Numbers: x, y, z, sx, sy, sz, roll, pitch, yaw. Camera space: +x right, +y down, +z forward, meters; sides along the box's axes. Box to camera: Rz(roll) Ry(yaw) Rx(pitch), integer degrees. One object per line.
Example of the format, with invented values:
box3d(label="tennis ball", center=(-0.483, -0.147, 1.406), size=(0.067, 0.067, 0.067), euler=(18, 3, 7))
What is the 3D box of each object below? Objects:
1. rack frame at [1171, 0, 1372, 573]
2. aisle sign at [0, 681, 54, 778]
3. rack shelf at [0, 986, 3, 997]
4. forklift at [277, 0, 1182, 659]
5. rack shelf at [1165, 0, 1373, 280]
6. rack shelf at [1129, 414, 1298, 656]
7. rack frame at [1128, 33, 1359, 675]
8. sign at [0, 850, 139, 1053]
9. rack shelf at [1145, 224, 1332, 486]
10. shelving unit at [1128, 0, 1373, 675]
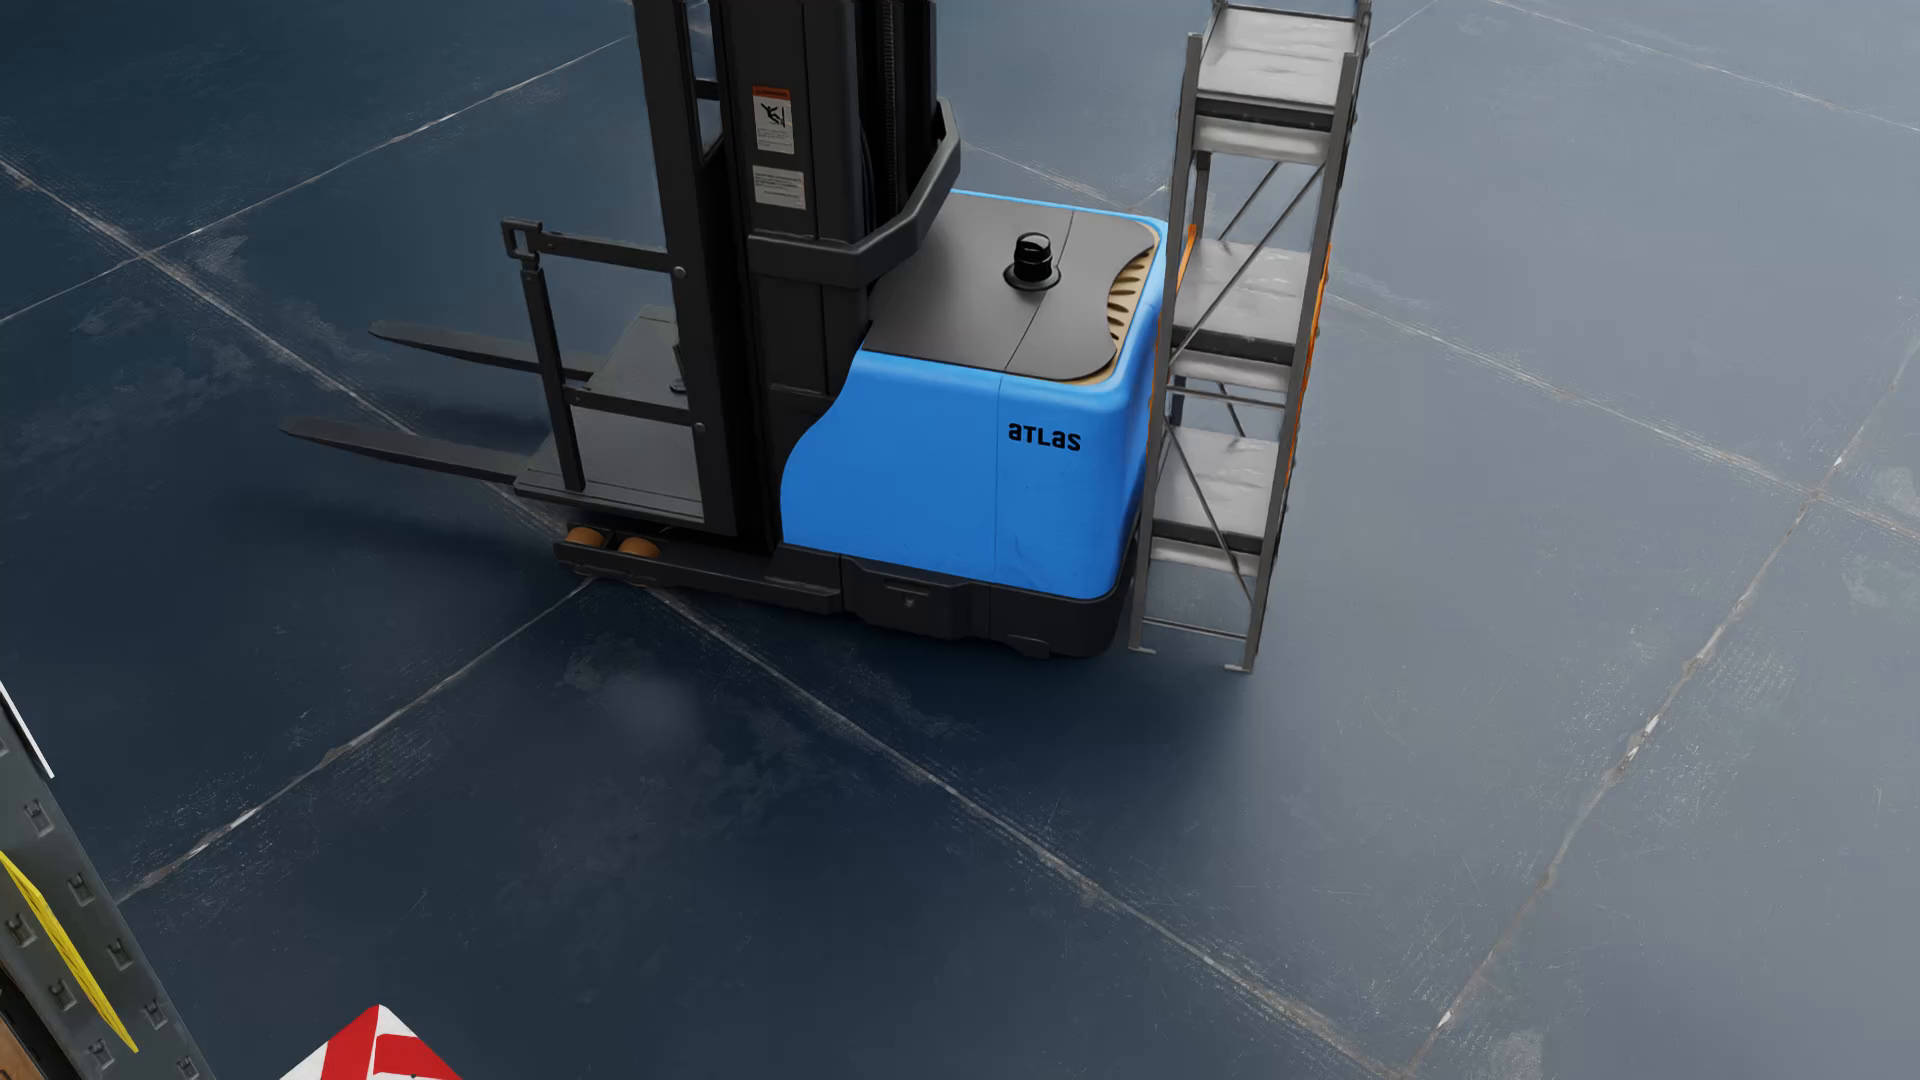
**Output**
box3d(label="rack frame", center=(0.867, -0.706, 4.965), size=(0.400, 2.100, 0.015), euler=(11, 43, 11))
box3d(label="aisle sign", center=(-1.175, -0.108, 1.707), size=(0.394, 0.787, 0.004), euler=(29, 50, 28))
box3d(label="rack shelf", center=(-2.738, 2.056, 1.794), size=(1.077, 0.370, 4.000), euler=(29, 50, 28))
box3d(label="forklift", center=(-0.859, -1.259, 4.956), size=(3.031, 2.935, 1.130), euler=(11, 43, 11))
box3d(label="rack shelf", center=(0.802, -1.055, 4.330), size=(0.431, 0.518, 0.480), euler=(11, 43, 11))
box3d(label="rack shelf", center=(0.802, -0.019, 5.271), size=(0.431, 0.518, 0.480), euler=(11, 43, 11))
box3d(label="rack frame", center=(0.736, -0.389, 4.617), size=(0.400, 2.100, 0.015), euler=(11, 43, 11))
box3d(label="sign", center=(-1.044, 0.486, 1.949), size=(0.100, 0.325, 0.005), euler=(29, 50, 28))
box3d(label="rack shelf", center=(0.802, -0.537, 4.800), size=(0.431, 0.518, 0.480), euler=(11, 43, 11))
box3d(label="shelving unit", center=(0.802, -0.547, 4.791), size=(0.431, 2.100, 0.503), euler=(11, 43, 11))
